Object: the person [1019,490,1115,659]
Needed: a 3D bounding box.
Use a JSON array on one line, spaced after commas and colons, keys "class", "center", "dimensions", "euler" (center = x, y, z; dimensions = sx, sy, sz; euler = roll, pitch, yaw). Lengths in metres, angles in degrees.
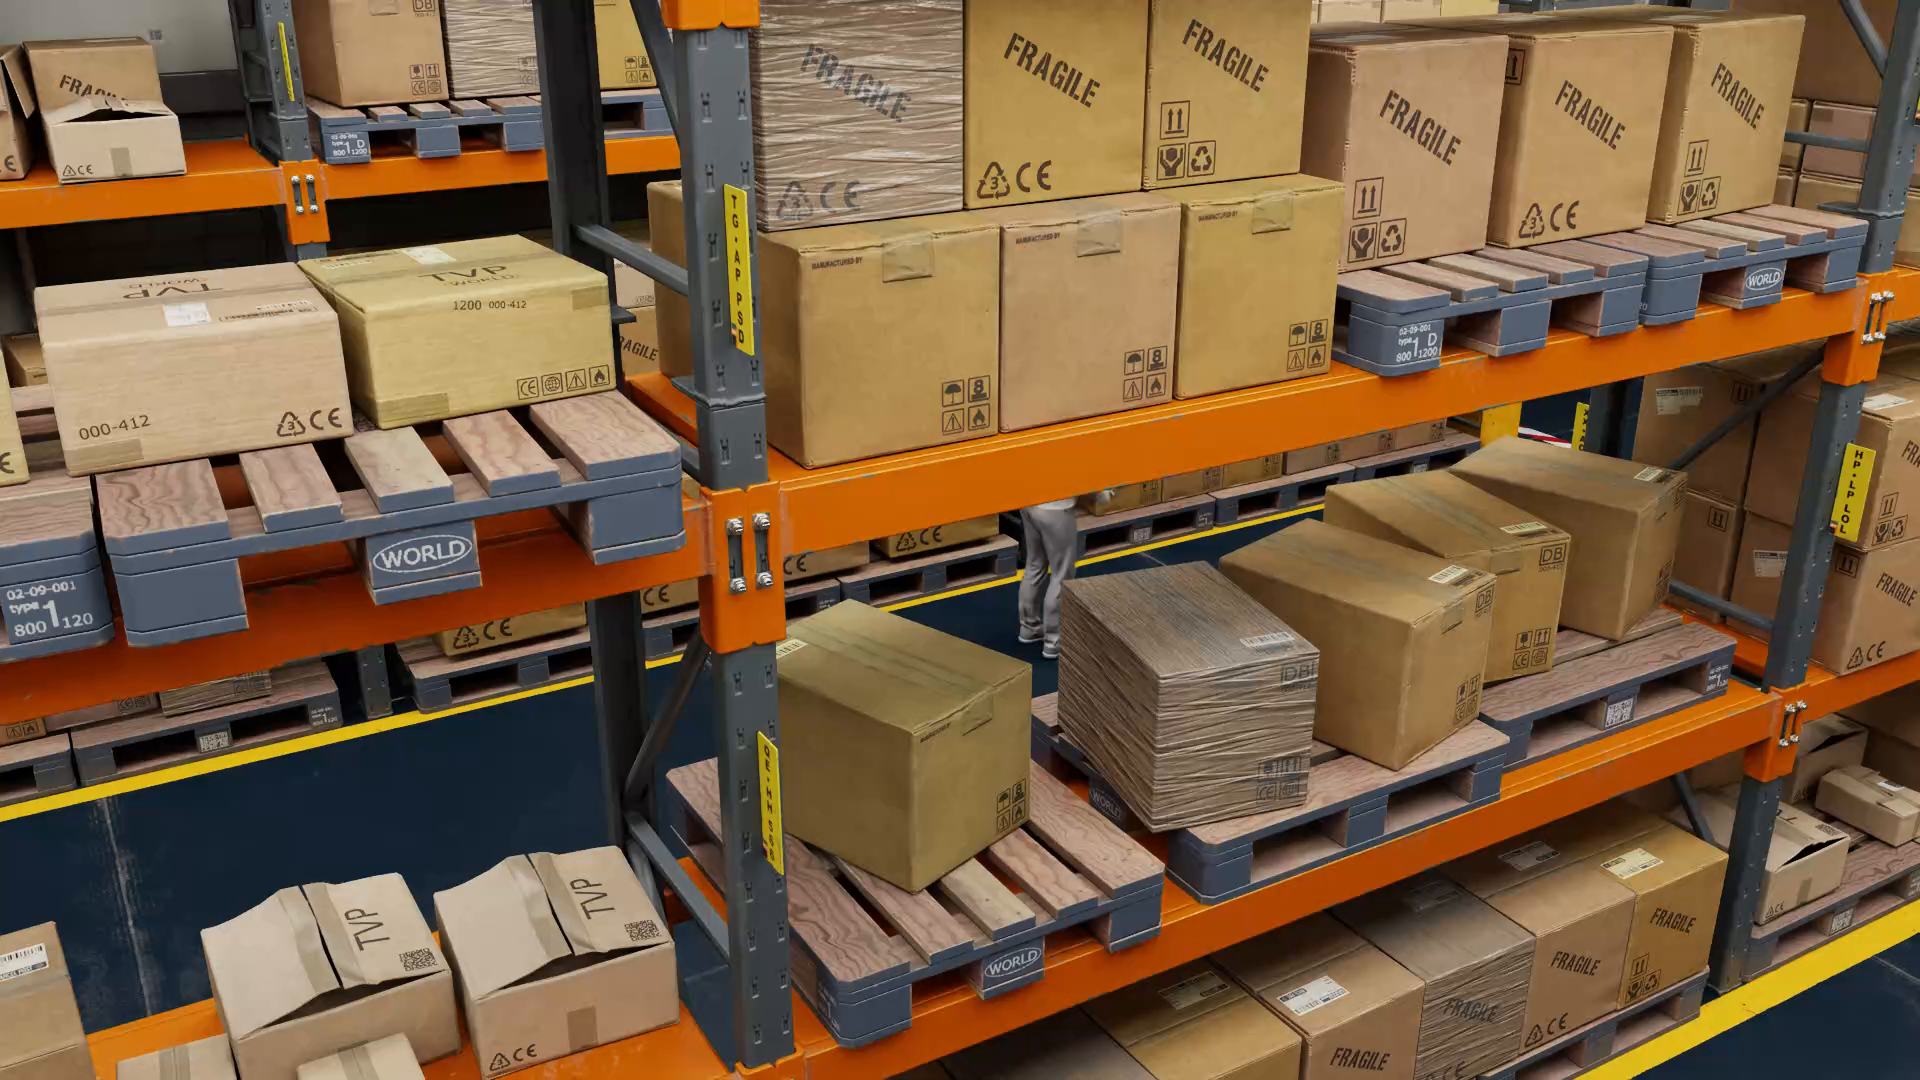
[{"class": "person", "center": [0.534, -0.200, 9.037], "dimensions": [0.552, 1.697, 0.468], "euler": [-9, 24, -22]}]
